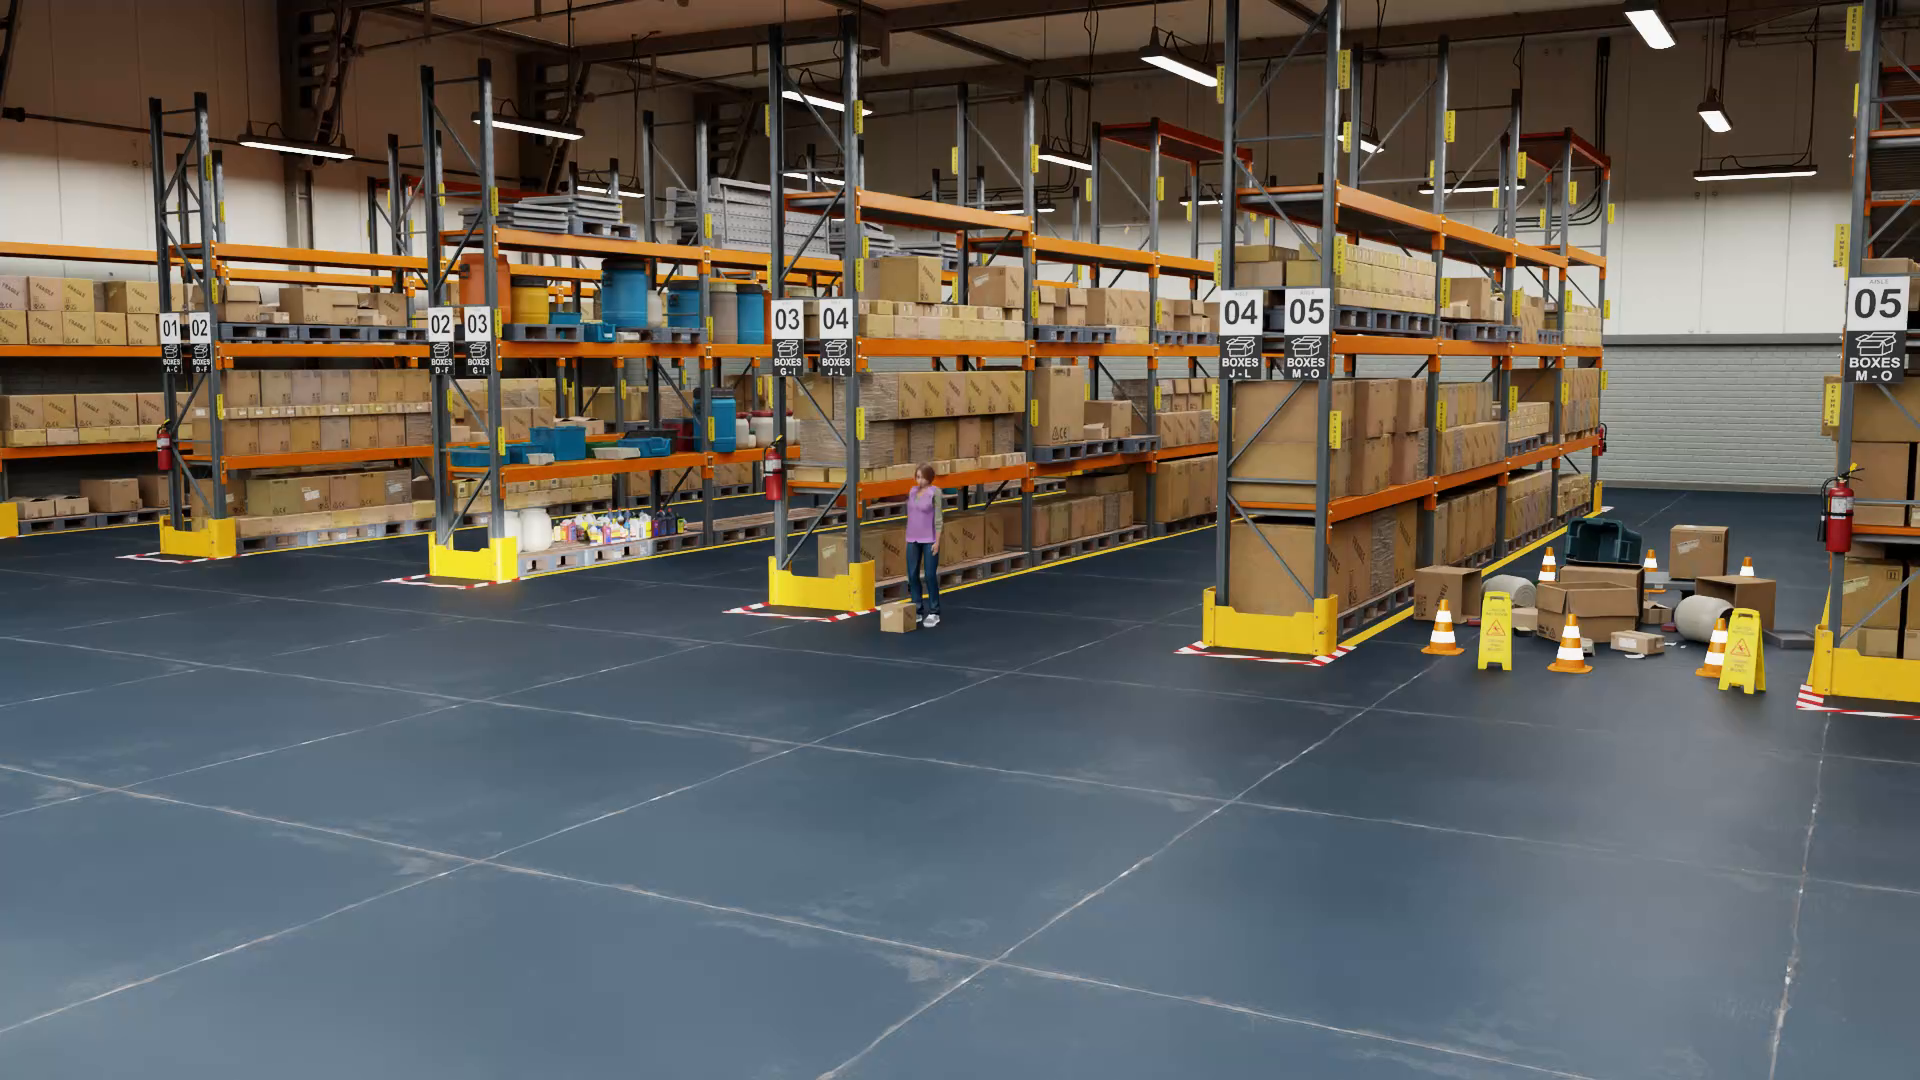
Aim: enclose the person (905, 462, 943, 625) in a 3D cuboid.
[{"bbox_3d":[-0.347,0.037,16.283,0.407,1.589,0.299,4,7,30],"label":"person"}]
